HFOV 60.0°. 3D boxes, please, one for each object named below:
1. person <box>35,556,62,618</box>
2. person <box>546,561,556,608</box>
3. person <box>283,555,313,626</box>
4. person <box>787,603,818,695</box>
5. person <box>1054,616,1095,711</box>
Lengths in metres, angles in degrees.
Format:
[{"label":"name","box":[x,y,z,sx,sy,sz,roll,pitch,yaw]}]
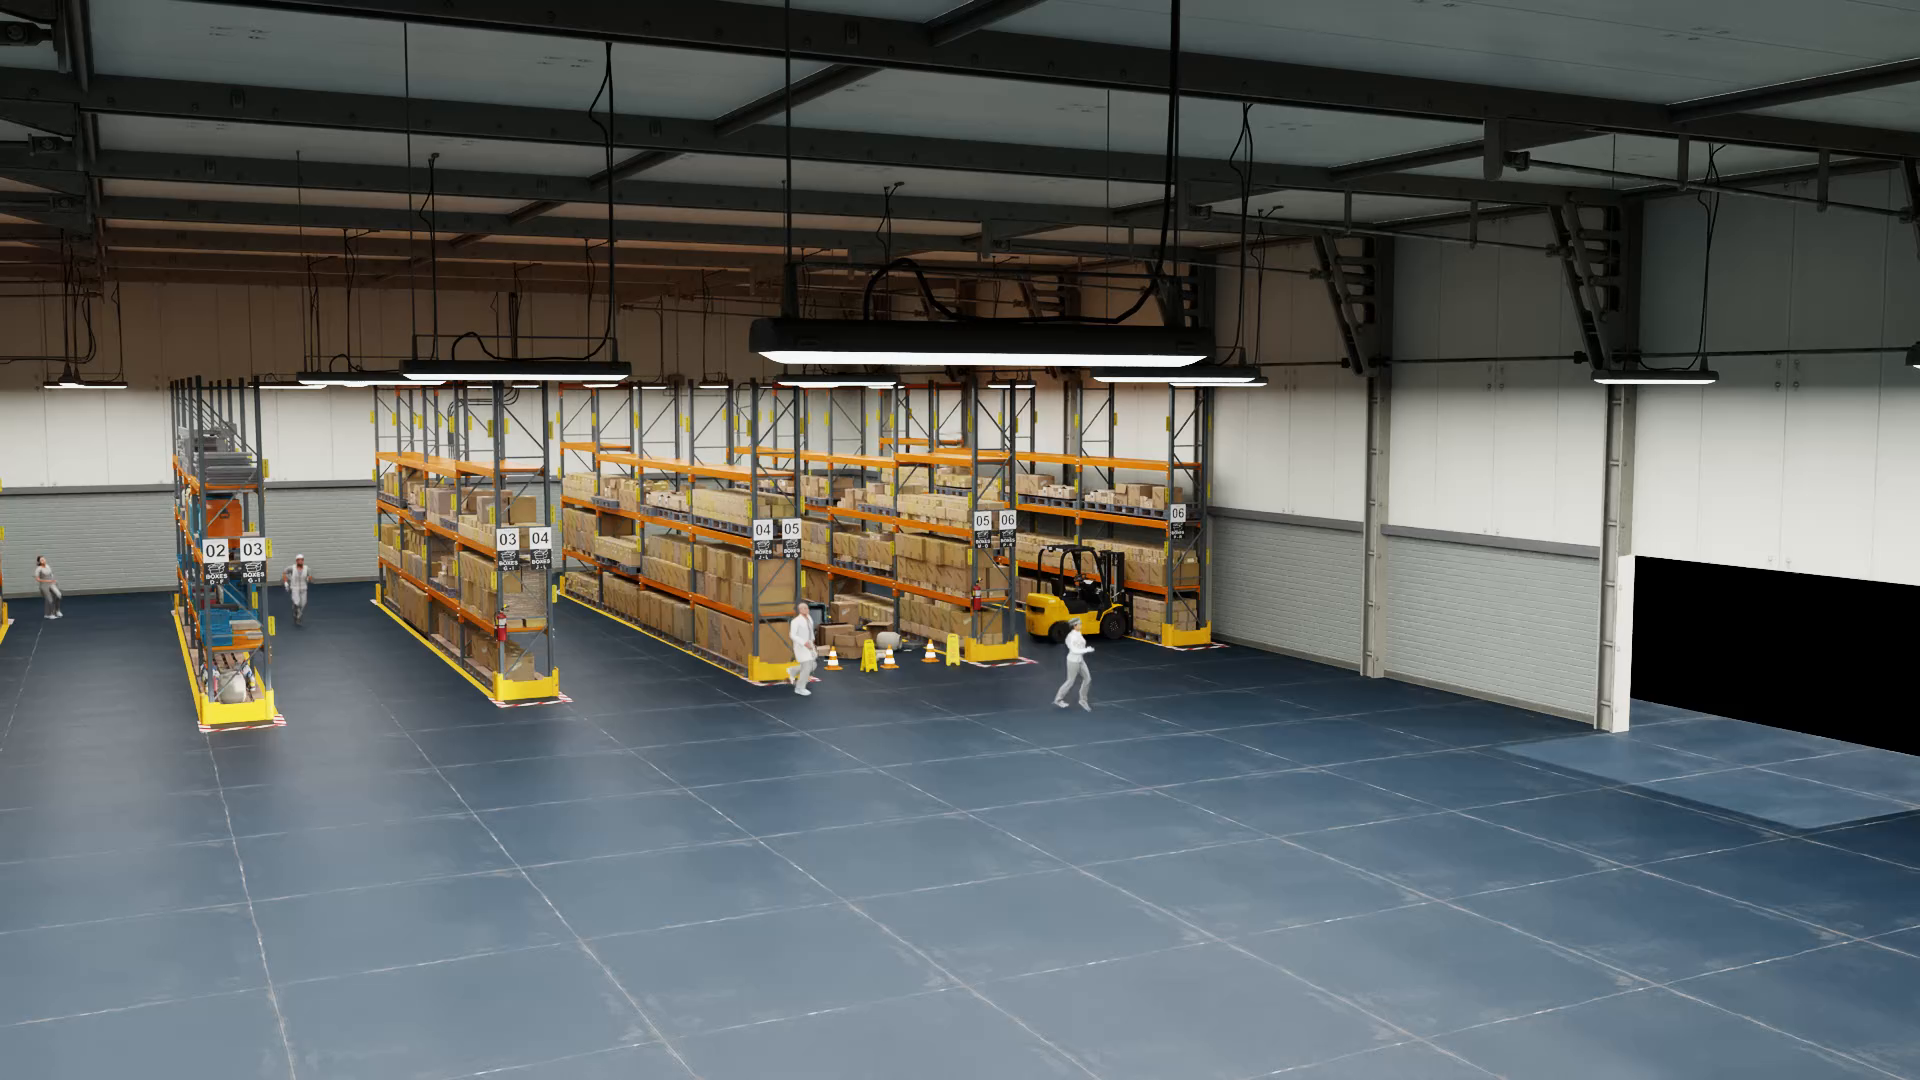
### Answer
[{"label":"person","box":[-22.960,1.188,41.827,0.648,1.612,0.564,2,6,26]},{"label":"person","box":[-10.898,0.991,43.449,0.677,1.741,0.671,-4,7,-39]},{"label":"person","box":[-16.148,1.224,40.633,0.647,1.750,0.735,-4,6,-35]},{"label":"person","box":[-3.002,2.056,31.585,0.707,1.747,0.741,3,6,28]},{"label":"person","box":[2.062,2.232,29.874,0.753,1.753,0.594,2,5,18]}]
